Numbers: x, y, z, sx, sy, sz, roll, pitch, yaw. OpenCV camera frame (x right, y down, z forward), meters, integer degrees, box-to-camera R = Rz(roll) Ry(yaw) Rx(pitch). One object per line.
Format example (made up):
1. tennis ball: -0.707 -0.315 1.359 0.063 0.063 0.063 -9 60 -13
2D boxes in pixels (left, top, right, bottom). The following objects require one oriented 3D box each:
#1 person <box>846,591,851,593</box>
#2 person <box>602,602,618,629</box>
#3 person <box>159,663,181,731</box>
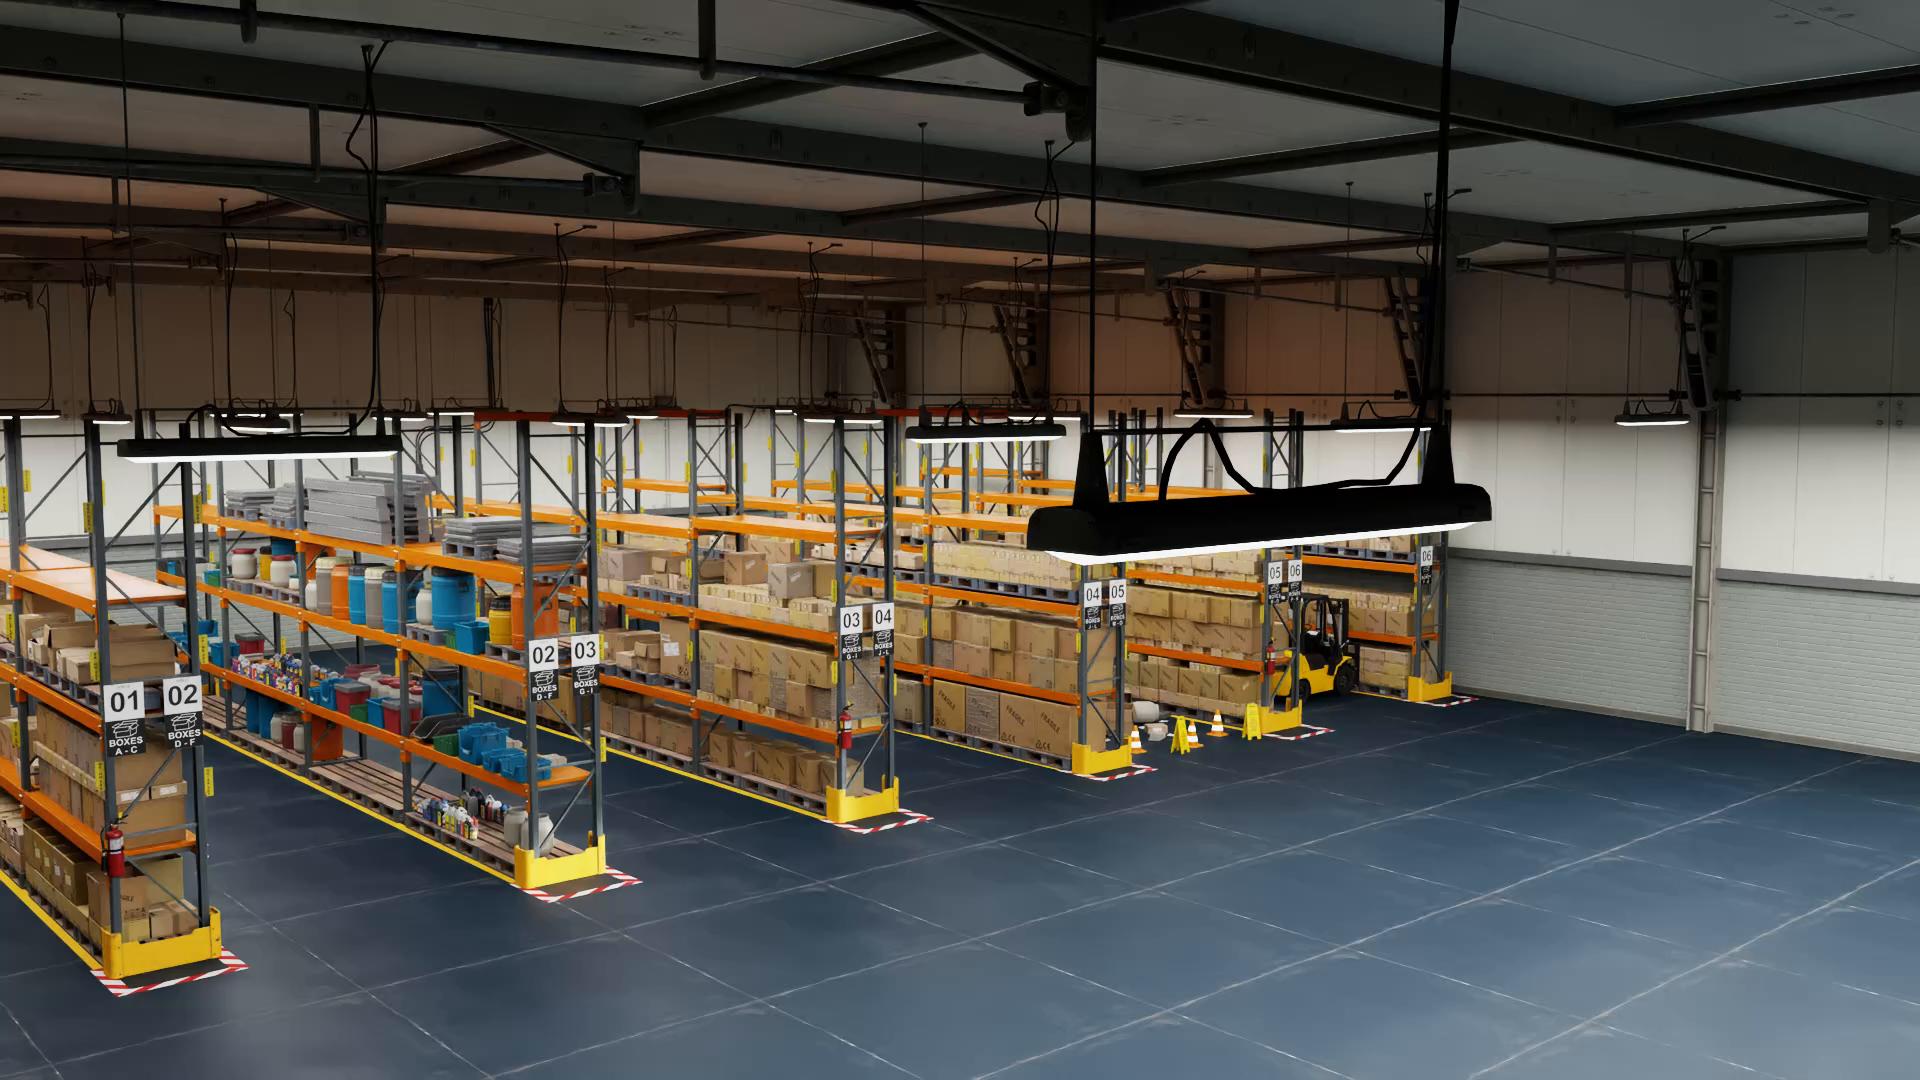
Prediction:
1. person: -2.699 1.967 38.558 0.574 1.566 0.638 5 7 42
2. person: -7.924 2.134 37.589 0.625 1.776 0.508 -4 7 -41
3. person: -14.407 2.837 30.002 0.634 1.818 0.588 -1 5 -13
